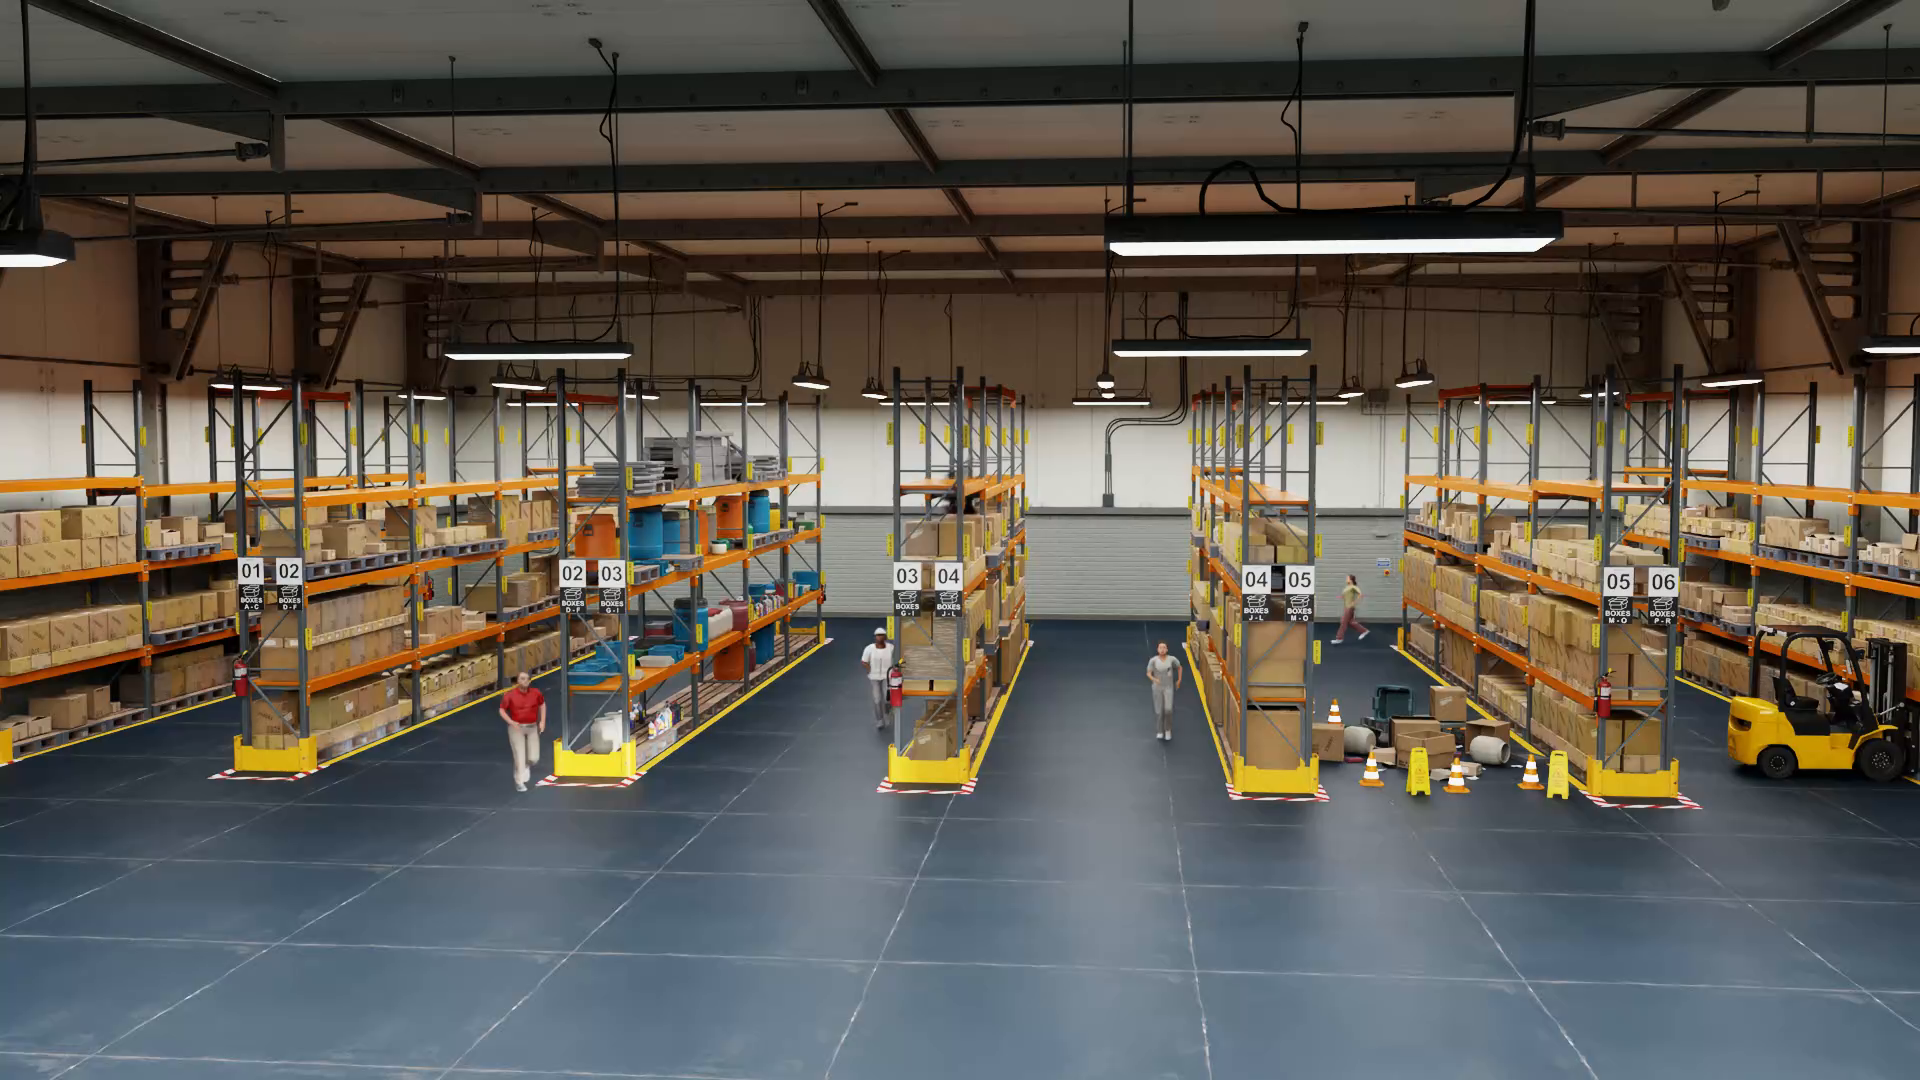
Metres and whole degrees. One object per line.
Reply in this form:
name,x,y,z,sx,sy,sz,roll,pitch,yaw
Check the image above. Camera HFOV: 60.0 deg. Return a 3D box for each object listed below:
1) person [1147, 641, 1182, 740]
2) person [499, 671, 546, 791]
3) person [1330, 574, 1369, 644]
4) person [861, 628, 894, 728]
person,3.357,2.477,27.329,0.584,1.651,0.638,0,4,6
person,-6.182,2.701,23.604,0.696,1.684,0.598,-2,4,-33
person,9.416,1.659,40.132,0.954,1.668,0.577,0,4,-1
person,-1.343,2.362,28.395,0.686,1.721,0.593,0,4,-2
